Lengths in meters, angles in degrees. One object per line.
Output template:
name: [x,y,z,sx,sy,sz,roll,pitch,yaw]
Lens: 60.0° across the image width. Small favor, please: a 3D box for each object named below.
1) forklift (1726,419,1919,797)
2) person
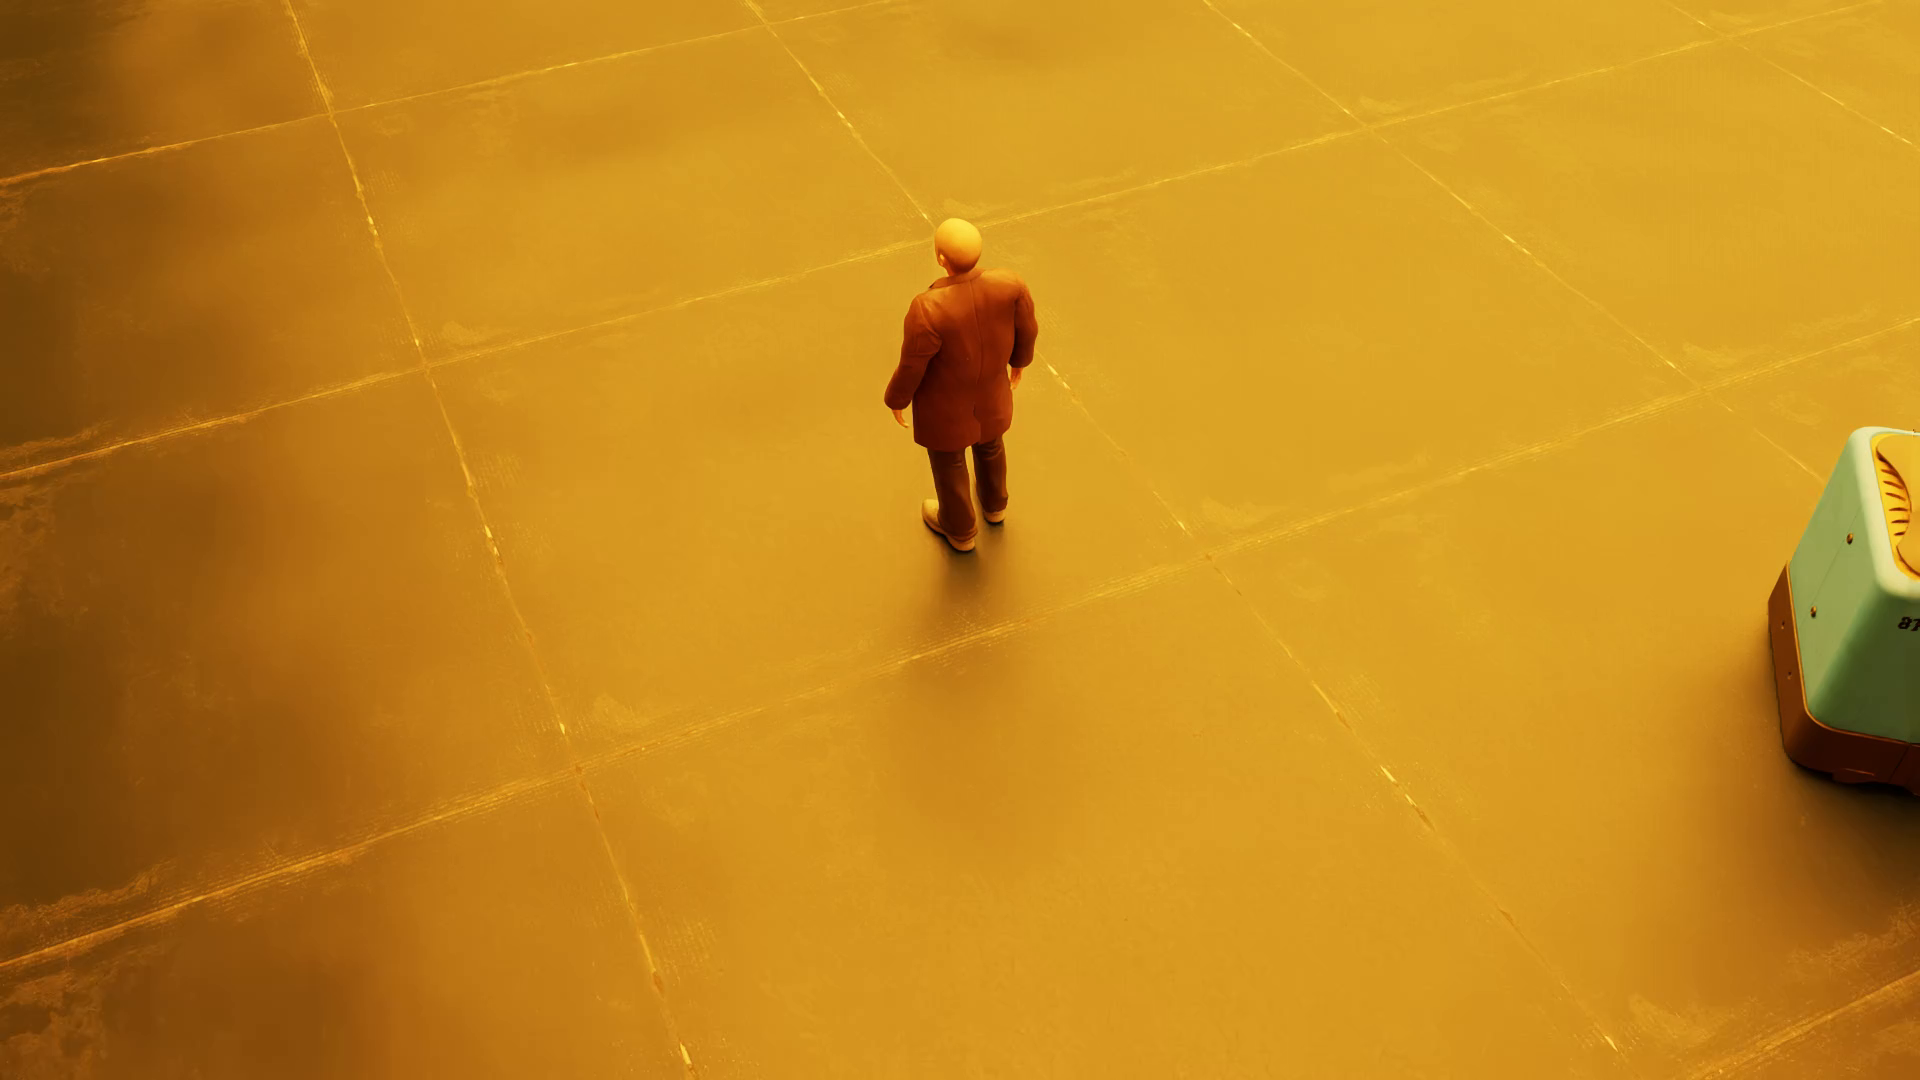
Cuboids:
forklift: [4.785,-0.215,5.911,3.031,2.935,1.130,10,44,11]
person: [-0.034,-0.713,7.278,0.697,1.776,0.581,-18,46,-18]
